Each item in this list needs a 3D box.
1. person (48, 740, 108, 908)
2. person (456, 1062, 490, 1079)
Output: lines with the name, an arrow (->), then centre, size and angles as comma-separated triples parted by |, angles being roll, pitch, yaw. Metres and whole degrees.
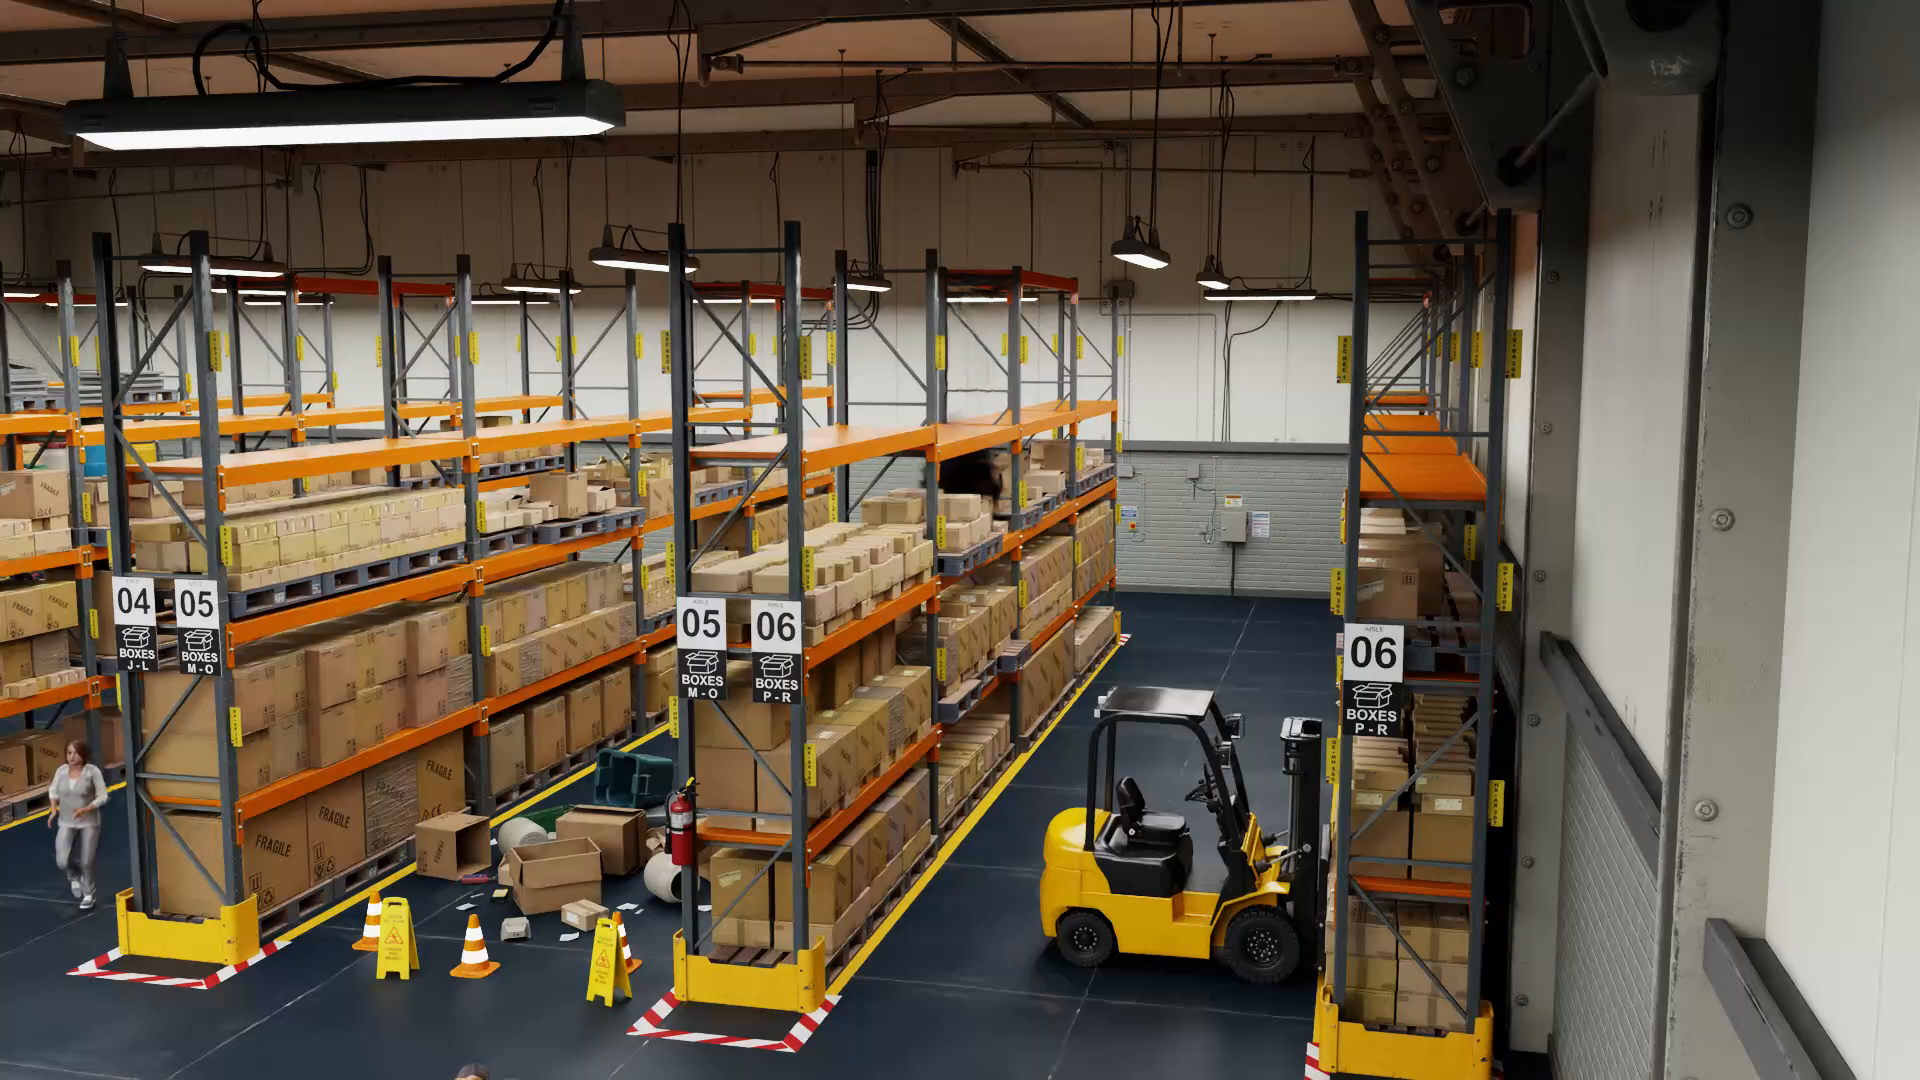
person -> -7.944, 2.576, 14.948 | 0.532, 1.560, 0.540 | -2, 7, -13
person -> -2.393, 3.368, 8.295 | 0.627, 1.688, 0.863 | -2, 7, -15
